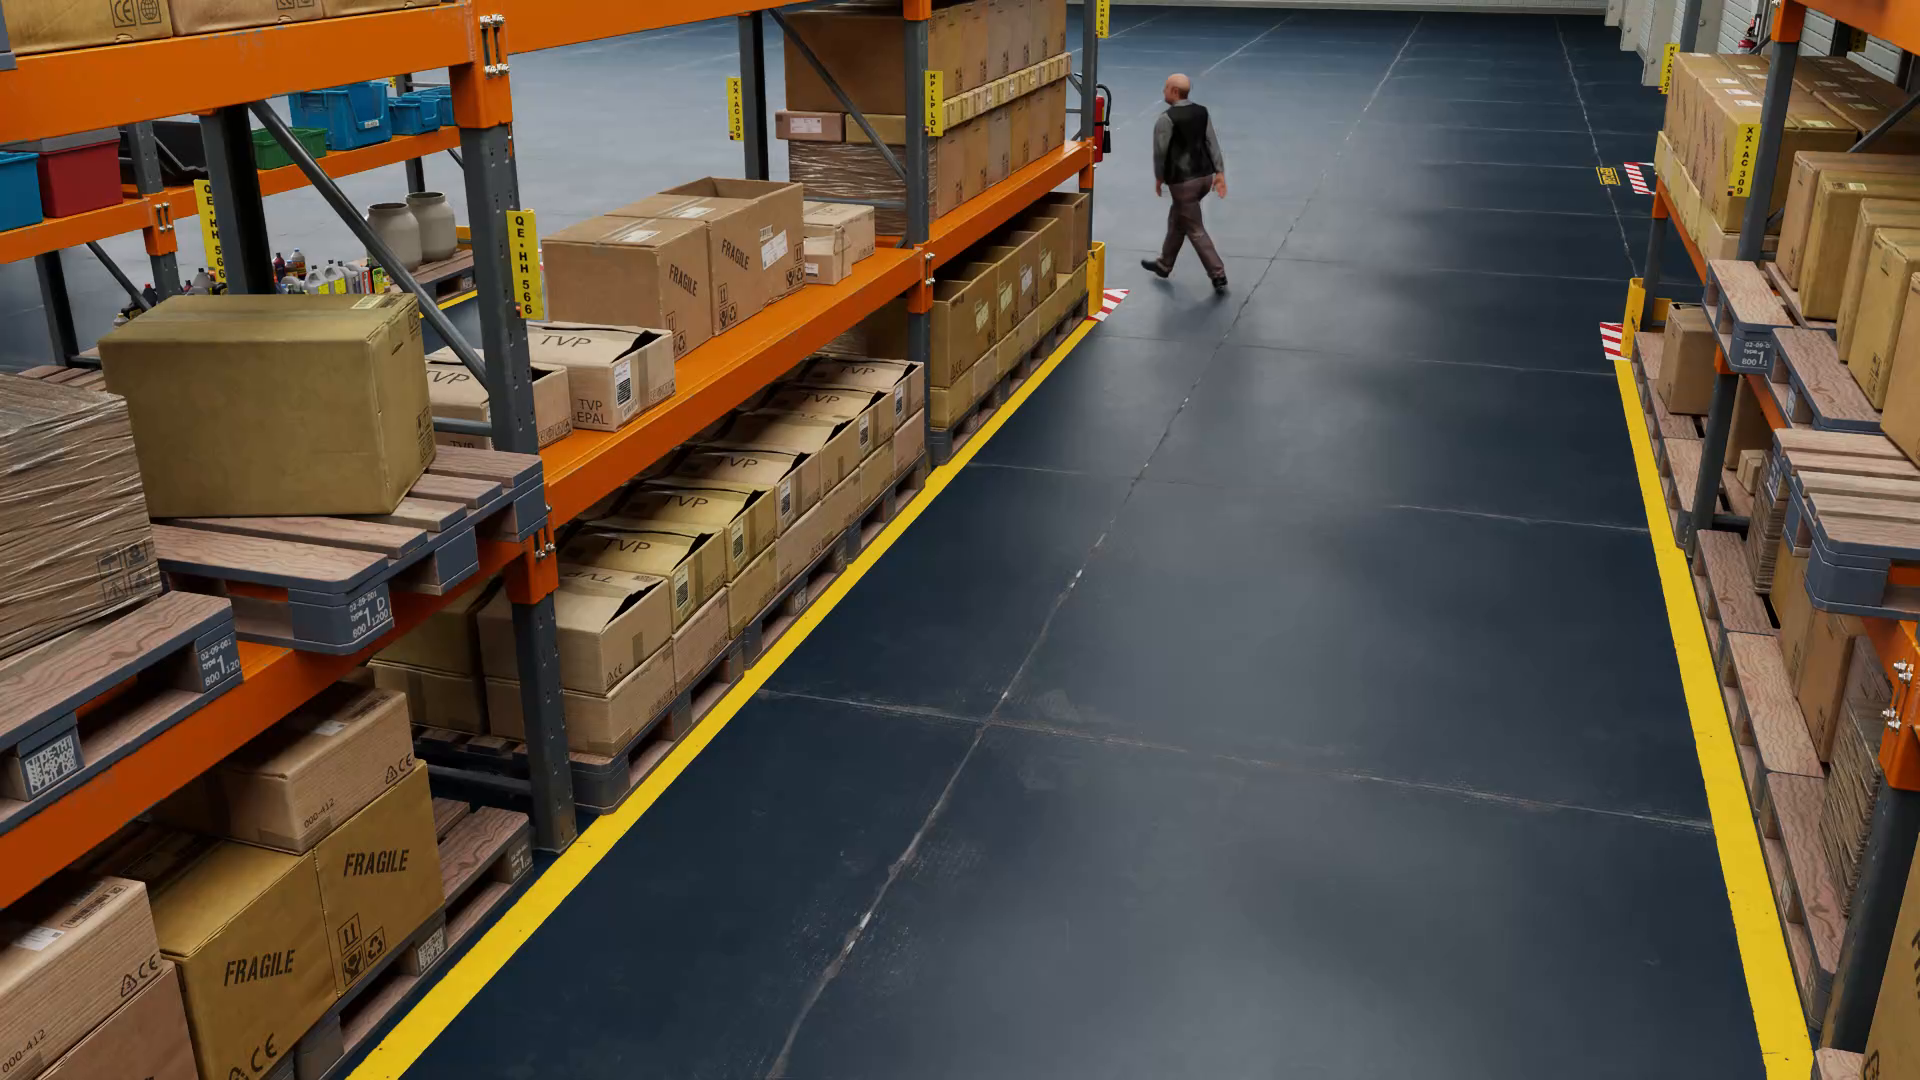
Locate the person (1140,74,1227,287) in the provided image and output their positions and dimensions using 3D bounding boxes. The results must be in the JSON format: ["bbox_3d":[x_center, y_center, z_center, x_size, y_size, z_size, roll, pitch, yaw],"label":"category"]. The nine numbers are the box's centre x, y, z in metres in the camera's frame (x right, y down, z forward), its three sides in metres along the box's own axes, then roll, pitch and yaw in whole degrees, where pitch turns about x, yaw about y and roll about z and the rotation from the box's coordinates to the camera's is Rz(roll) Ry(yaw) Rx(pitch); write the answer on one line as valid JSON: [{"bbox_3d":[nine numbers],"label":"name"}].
[{"bbox_3d":[1.773,-2.879,13.353,0.549,1.670,0.956,-17,27,-36],"label":"person"}]
